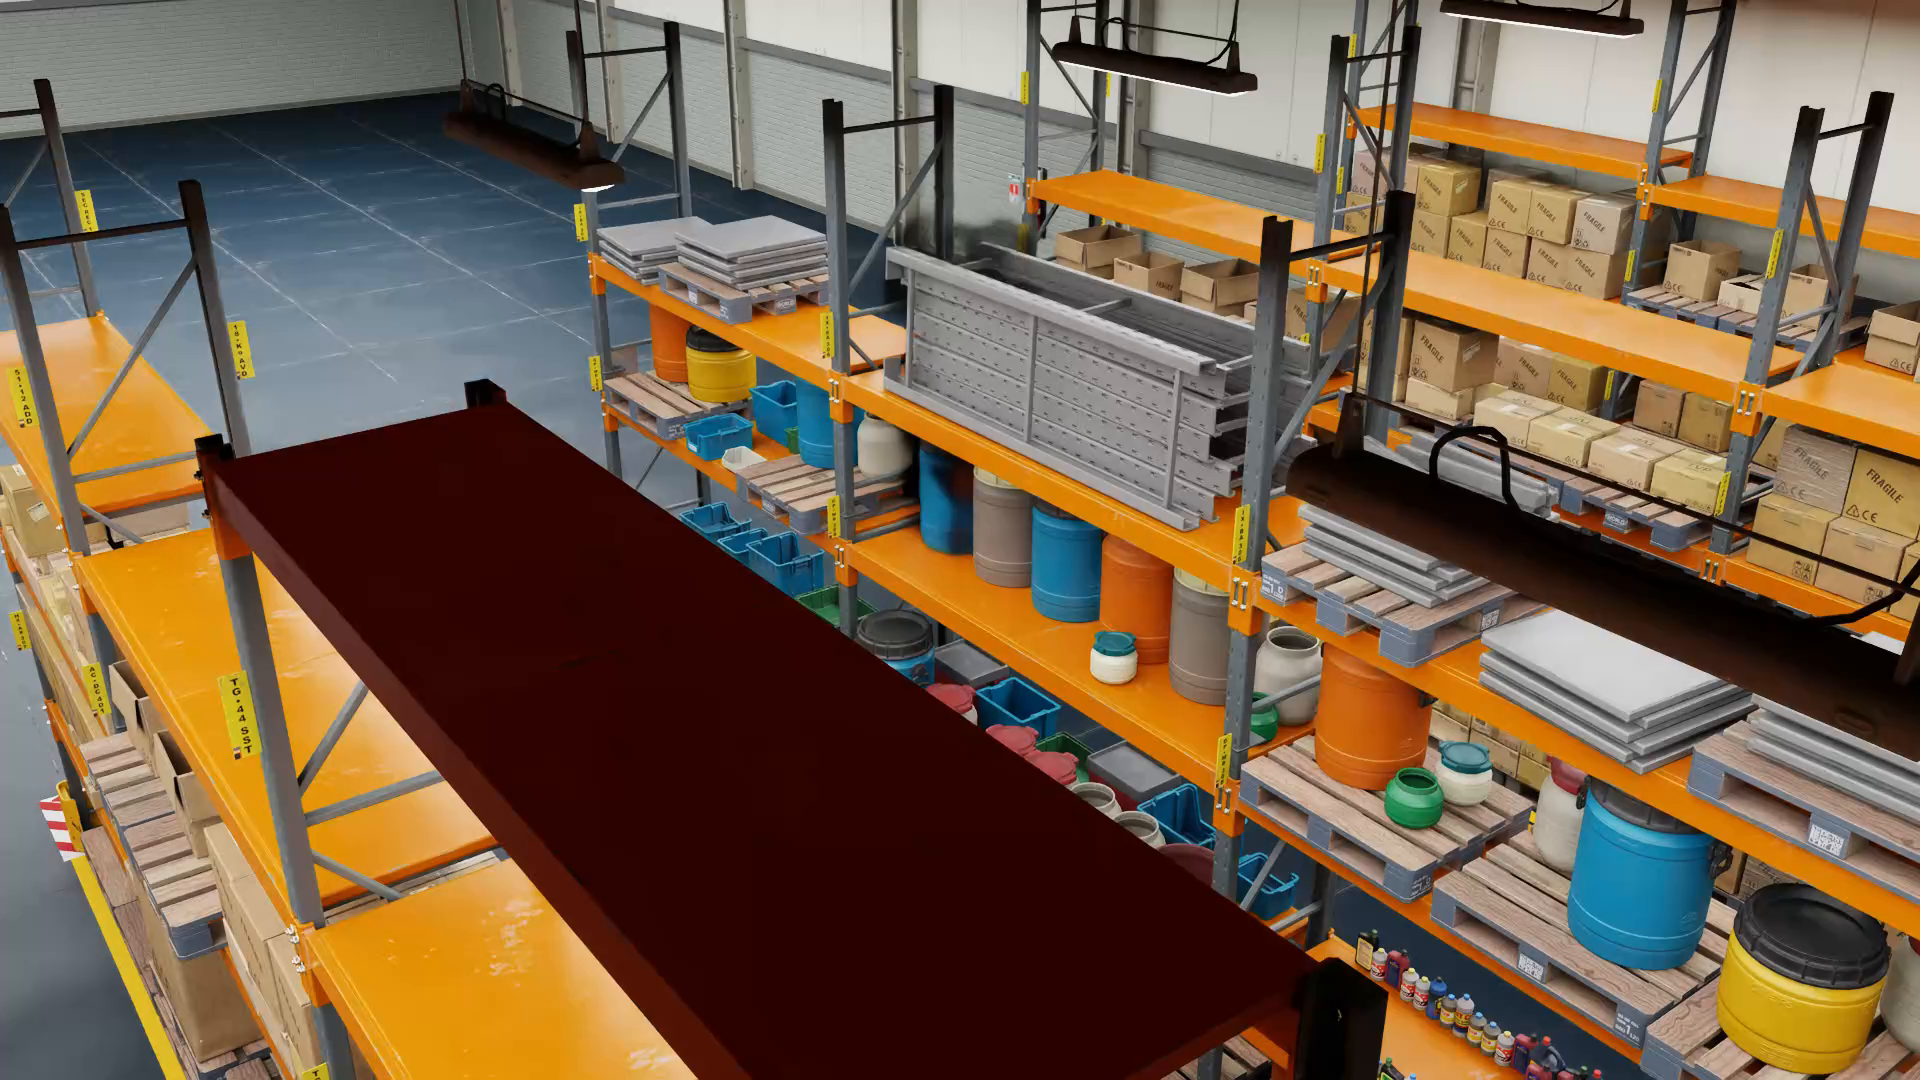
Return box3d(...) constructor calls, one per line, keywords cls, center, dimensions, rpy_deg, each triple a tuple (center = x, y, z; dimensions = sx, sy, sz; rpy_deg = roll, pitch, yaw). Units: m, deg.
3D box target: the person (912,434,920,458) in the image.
box3d(cls="person", center=(-0.623, -1.405, 19.912), dimensions=(0.993, 1.832, 0.731), rpy_deg=(0, 25, 0))
